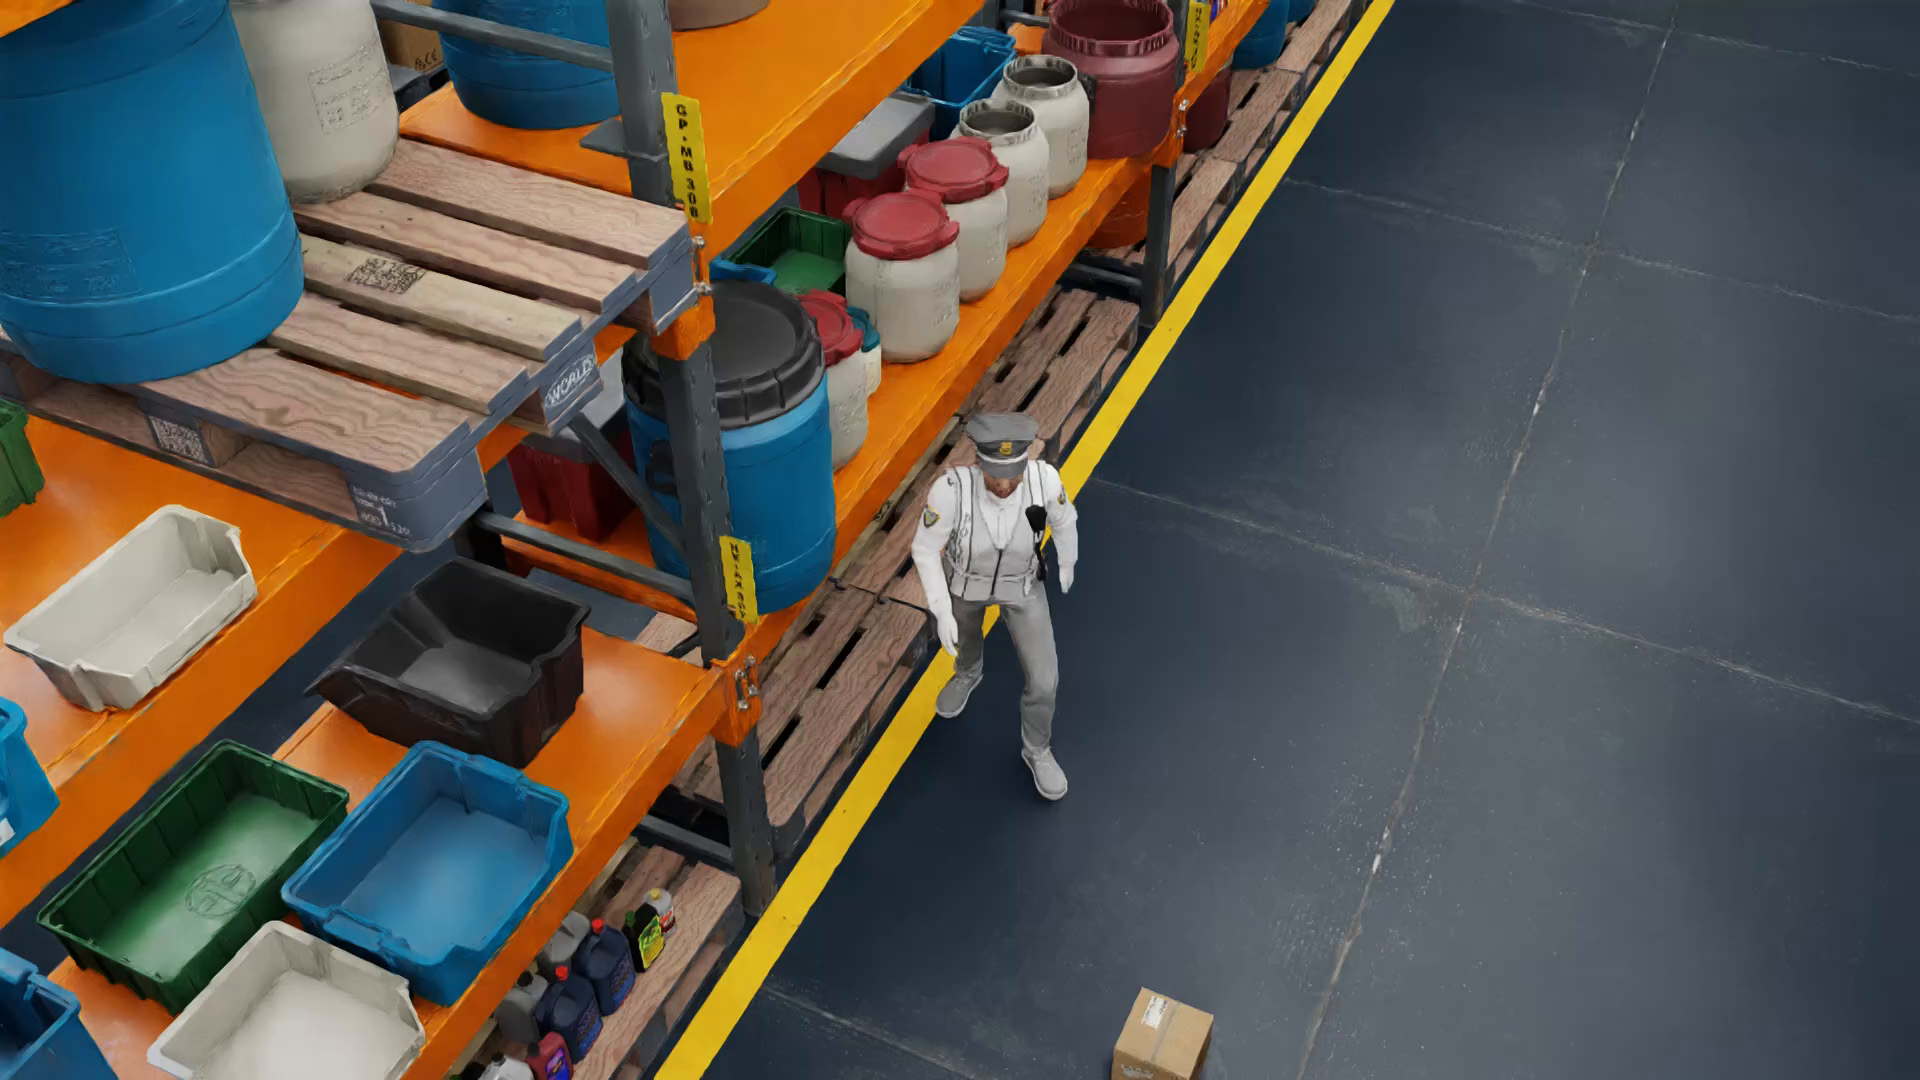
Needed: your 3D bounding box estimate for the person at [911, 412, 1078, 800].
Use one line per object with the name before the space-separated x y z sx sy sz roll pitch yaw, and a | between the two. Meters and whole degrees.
person | 0.124 0.166 5.978 0.590 1.632 0.699 0 42 0
